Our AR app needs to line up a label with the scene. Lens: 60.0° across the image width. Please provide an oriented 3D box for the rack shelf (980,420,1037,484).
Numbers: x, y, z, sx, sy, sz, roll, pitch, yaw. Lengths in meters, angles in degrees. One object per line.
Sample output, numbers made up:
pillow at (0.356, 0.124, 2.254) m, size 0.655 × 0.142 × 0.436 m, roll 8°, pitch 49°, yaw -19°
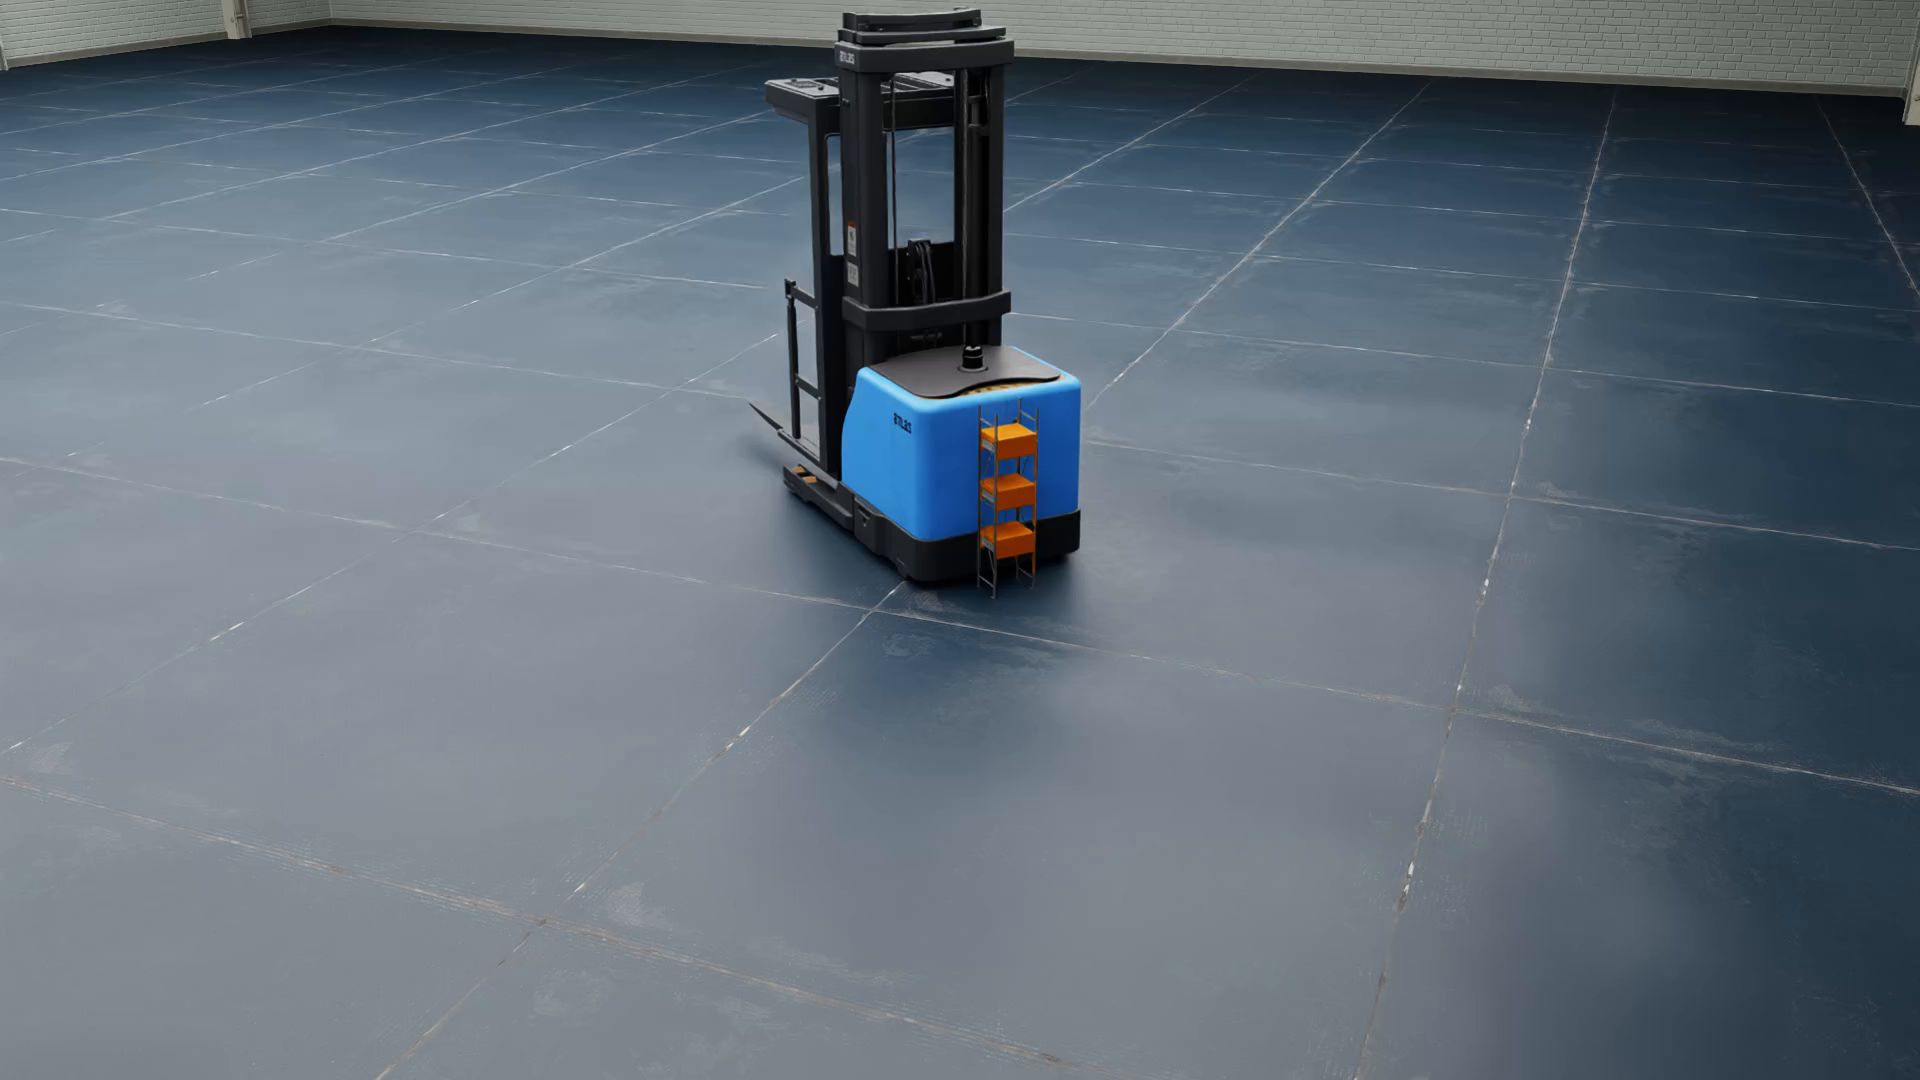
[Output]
rack shelf at (0.252, -0.468, 8.799) m, size 0.240 × 0.259 × 0.215 m, roll -12°, pitch 25°, yaw -26°

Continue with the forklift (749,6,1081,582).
forklift at (-0.454, -1.655, 9.908) m, size 1.130 × 2.935 × 3.031 m, roll -12°, pitch 25°, yaw -26°

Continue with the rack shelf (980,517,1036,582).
rack shelf at (0.251, 0.050, 9.016) m, size 0.240 × 0.259 × 0.215 m, roll -12°, pitch 25°, yaw -26°

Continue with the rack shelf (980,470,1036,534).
rack shelf at (0.251, -0.206, 8.908) m, size 0.240 × 0.259 × 0.215 m, roll -12°, pitch 25°, yaw -26°

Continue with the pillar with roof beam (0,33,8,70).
pillar with roof beam at (-13.471, -12.010, 26.828) m, size 9.100 × 9.000 × 0.400 m, roll 9°, pitch 24°, yaw 20°

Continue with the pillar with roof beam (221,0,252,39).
pillar with roof beam at (-11.242, -14.157, 31.968) m, size 9.100 × 9.000 × 0.400 m, roll 9°, pitch 24°, yaw 20°

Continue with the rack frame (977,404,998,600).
rack frame at (0.144, -0.194, 8.852) m, size 0.008 × 1.050 × 0.200 m, roll -12°, pitch 25°, yaw -26°

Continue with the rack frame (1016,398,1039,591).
rack frame at (0.359, -0.238, 8.957) m, size 0.008 × 1.050 × 0.200 m, roll -12°, pitch 25°, yaw -26°

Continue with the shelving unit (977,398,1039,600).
shelving unit at (0.251, -0.216, 8.904) m, size 0.252 × 1.050 × 0.215 m, roll -12°, pitch 25°, yaw -26°

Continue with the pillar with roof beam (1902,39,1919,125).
pillar with roof beam at (10.010, -10.880, 24.123) m, size 9.100 × 9.000 × 0.400 m, roll 9°, pitch 24°, yaw 20°
